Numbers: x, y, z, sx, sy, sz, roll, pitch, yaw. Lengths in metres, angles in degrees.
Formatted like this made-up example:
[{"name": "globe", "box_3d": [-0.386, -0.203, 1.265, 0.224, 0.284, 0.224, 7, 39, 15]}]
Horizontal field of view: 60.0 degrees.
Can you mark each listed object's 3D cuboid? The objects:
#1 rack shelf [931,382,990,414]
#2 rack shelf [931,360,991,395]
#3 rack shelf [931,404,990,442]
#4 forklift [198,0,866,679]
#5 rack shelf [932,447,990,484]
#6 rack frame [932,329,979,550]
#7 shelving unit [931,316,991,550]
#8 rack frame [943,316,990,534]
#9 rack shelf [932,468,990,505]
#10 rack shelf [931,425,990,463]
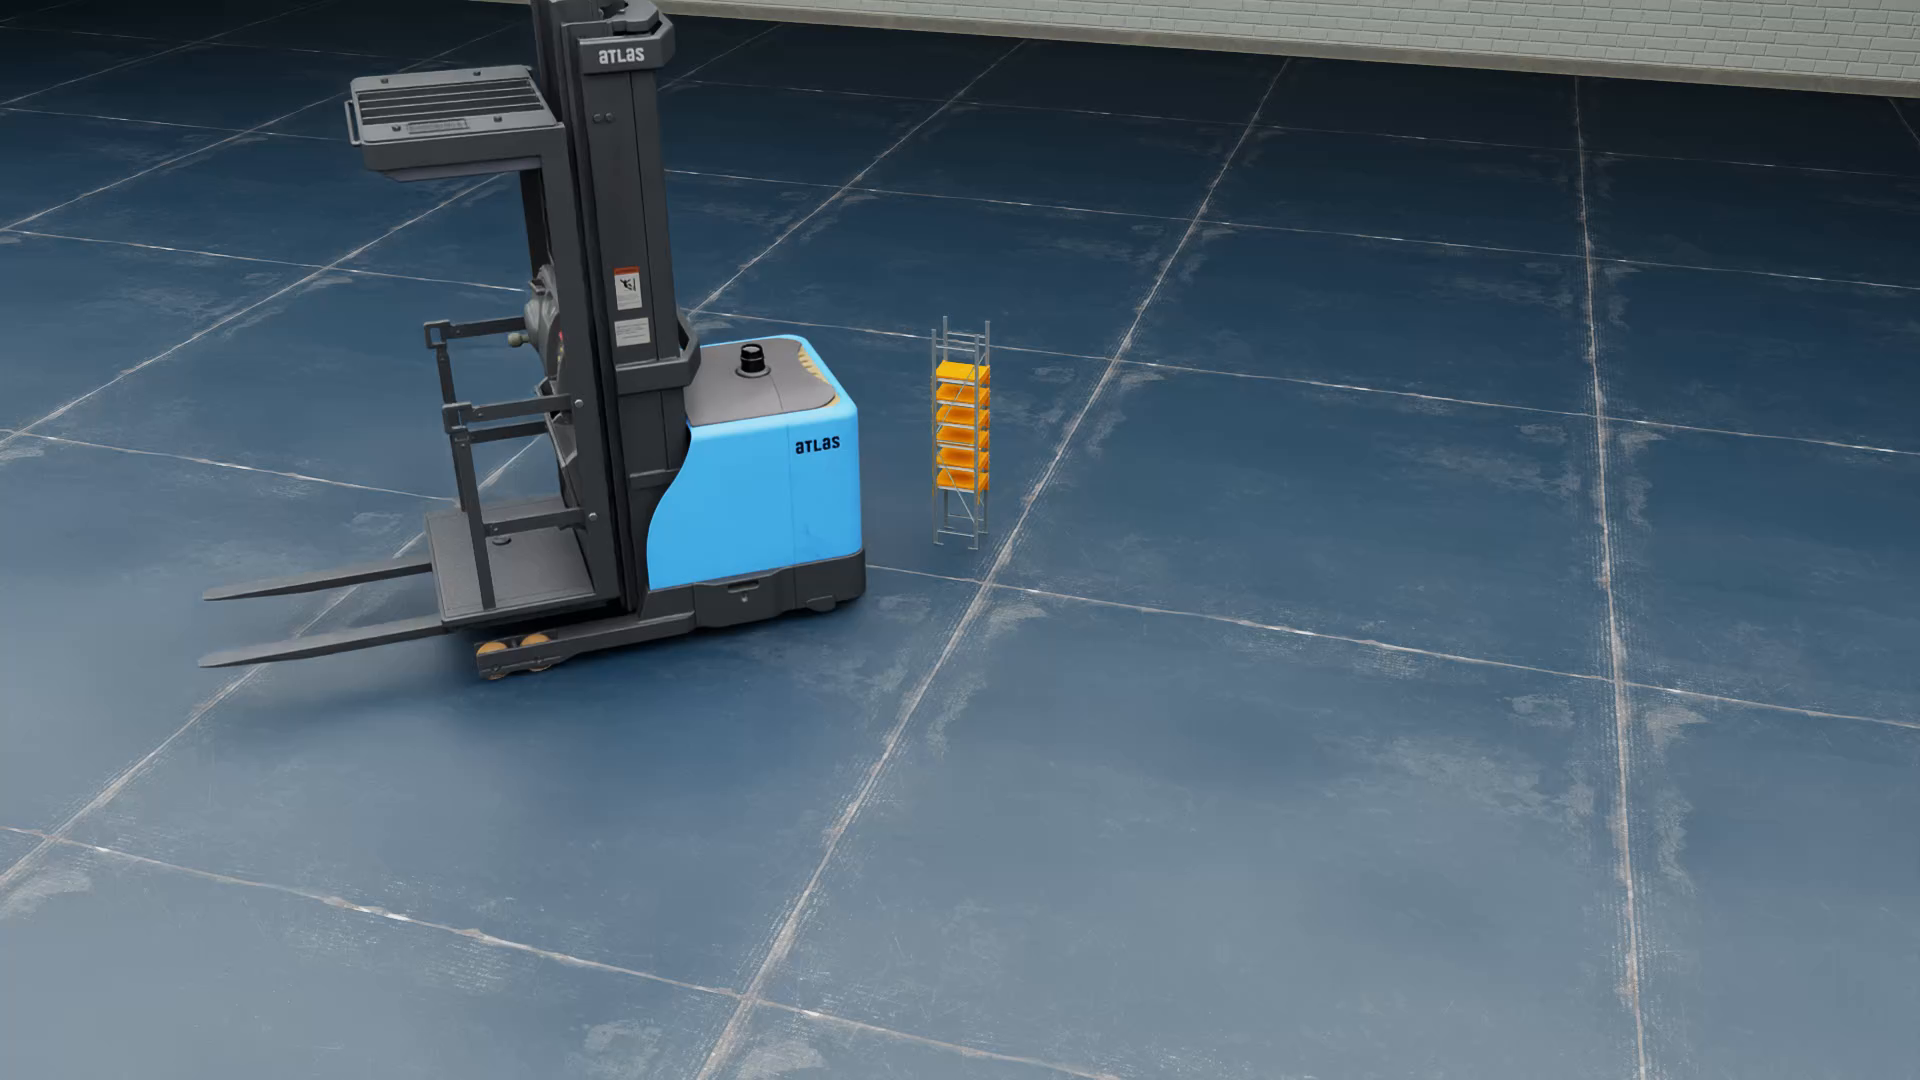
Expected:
[{"name": "rack shelf", "box_3d": [0.004, -0.702, 8.375, 0.258, 0.103, 0.180, 8, 30, 15]}, {"name": "rack shelf", "box_3d": [0.004, -0.807, 8.317, 0.258, 0.103, 0.180, 8, 30, 15]}, {"name": "rack shelf", "box_3d": [0.004, -0.597, 8.434, 0.258, 0.103, 0.180, 8, 30, 15]}, {"name": "forklift", "box_3d": [-2.035, -0.935, 7.415, 3.031, 2.935, 1.130, -10, 31, -17]}, {"name": "rack shelf", "box_3d": [0.004, -0.387, 8.550, 0.258, 0.103, 0.180, 8, 30, 15]}, {"name": "rack frame", "box_3d": [-0.023, -0.489, 8.394, 0.240, 1.200, 0.006, 8, 30, 15]}, {"name": "shelving unit", "box_3d": [0.004, -0.531, 8.470, 0.258, 1.200, 0.189, 8, 30, 15]}, {"name": "rack frame", "box_3d": [0.031, -0.574, 8.547, 0.240, 1.200, 0.006, 8, 30, 15]}, {"name": "rack shelf", "box_3d": [0.004, -0.282, 8.609, 0.258, 0.103, 0.180, 8, 30, 15]}, {"name": "rack shelf", "box_3d": [0.004, -0.492, 8.492, 0.258, 0.103, 0.180, 8, 30, 15]}]
